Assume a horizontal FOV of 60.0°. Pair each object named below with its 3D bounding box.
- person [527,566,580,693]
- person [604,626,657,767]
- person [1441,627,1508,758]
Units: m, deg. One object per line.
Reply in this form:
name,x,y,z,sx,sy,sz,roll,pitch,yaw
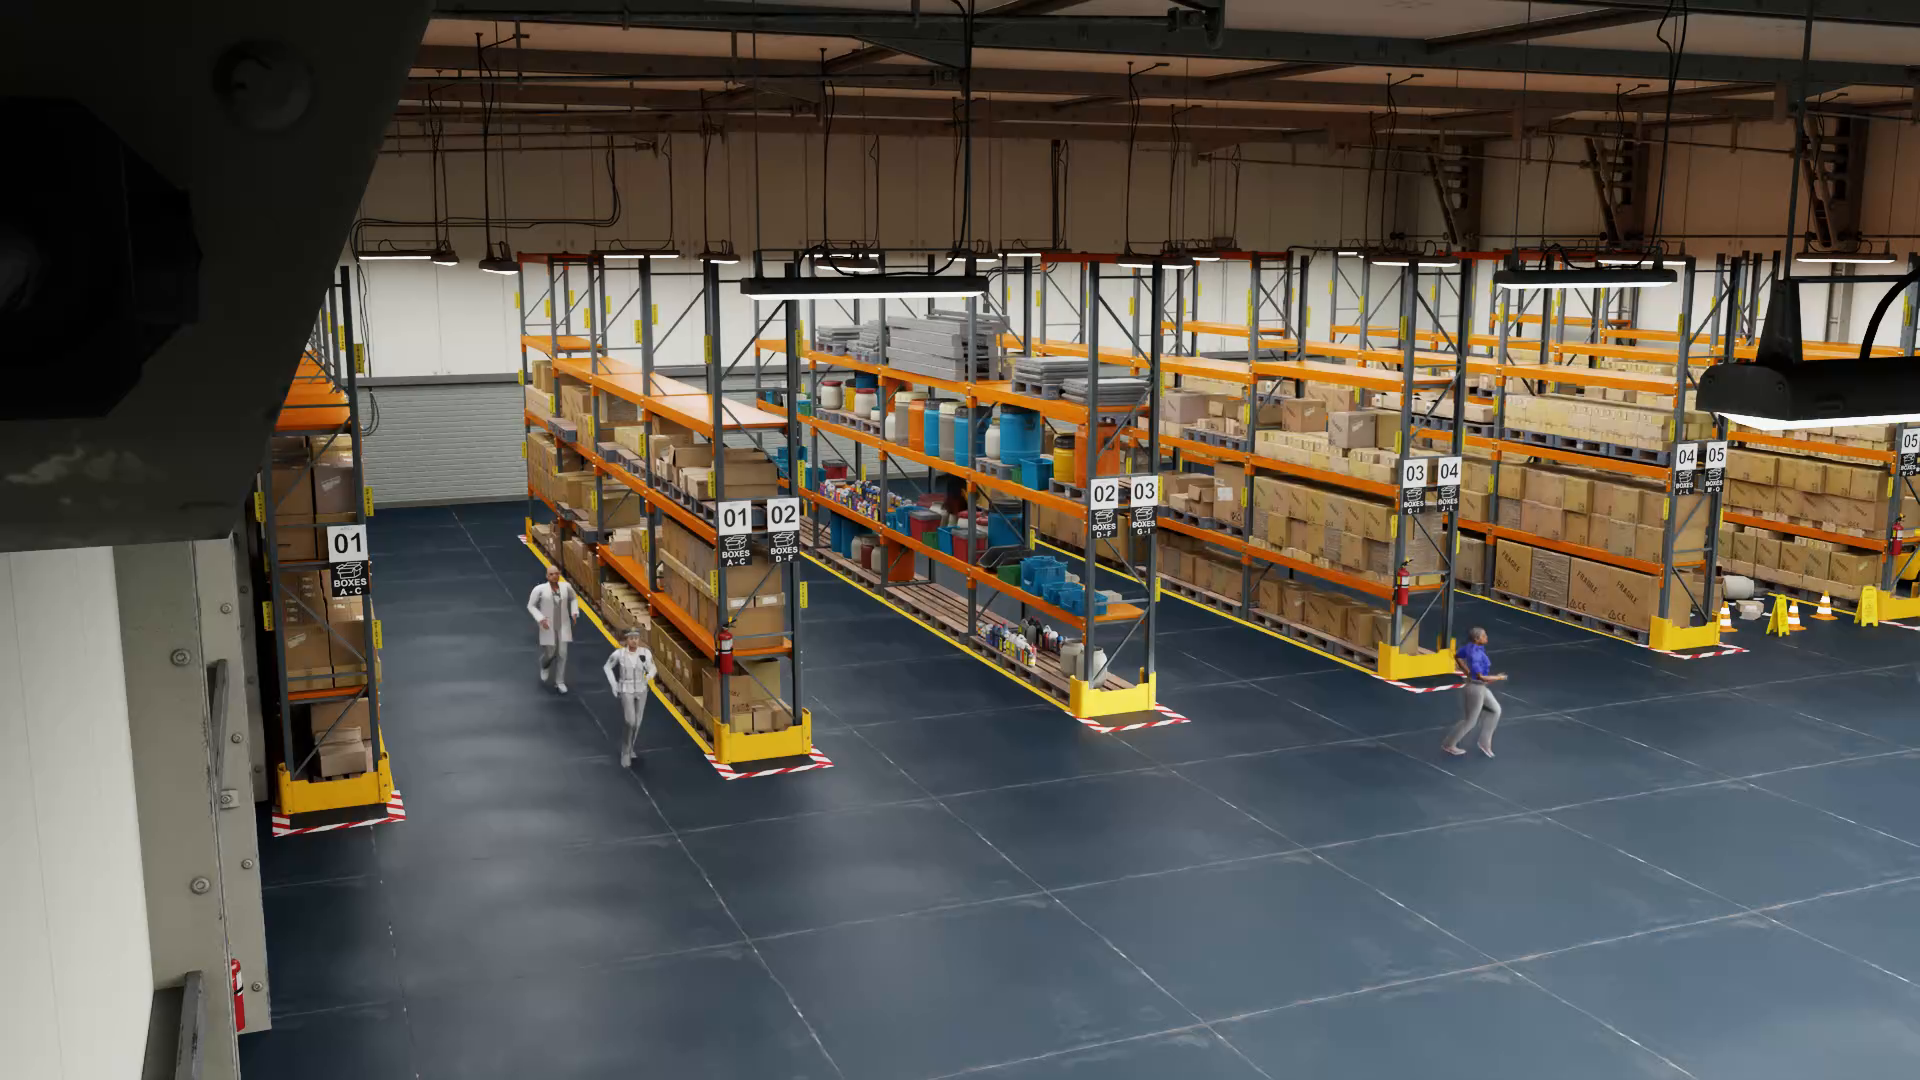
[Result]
person,-5.726,1.227,23.501,0.738,1.765,0.770,-6,12,-28
person,-3.957,1.880,20.205,0.615,1.704,0.548,-5,11,-24
person,6.304,1.874,20.356,0.734,1.685,0.581,3,11,14
